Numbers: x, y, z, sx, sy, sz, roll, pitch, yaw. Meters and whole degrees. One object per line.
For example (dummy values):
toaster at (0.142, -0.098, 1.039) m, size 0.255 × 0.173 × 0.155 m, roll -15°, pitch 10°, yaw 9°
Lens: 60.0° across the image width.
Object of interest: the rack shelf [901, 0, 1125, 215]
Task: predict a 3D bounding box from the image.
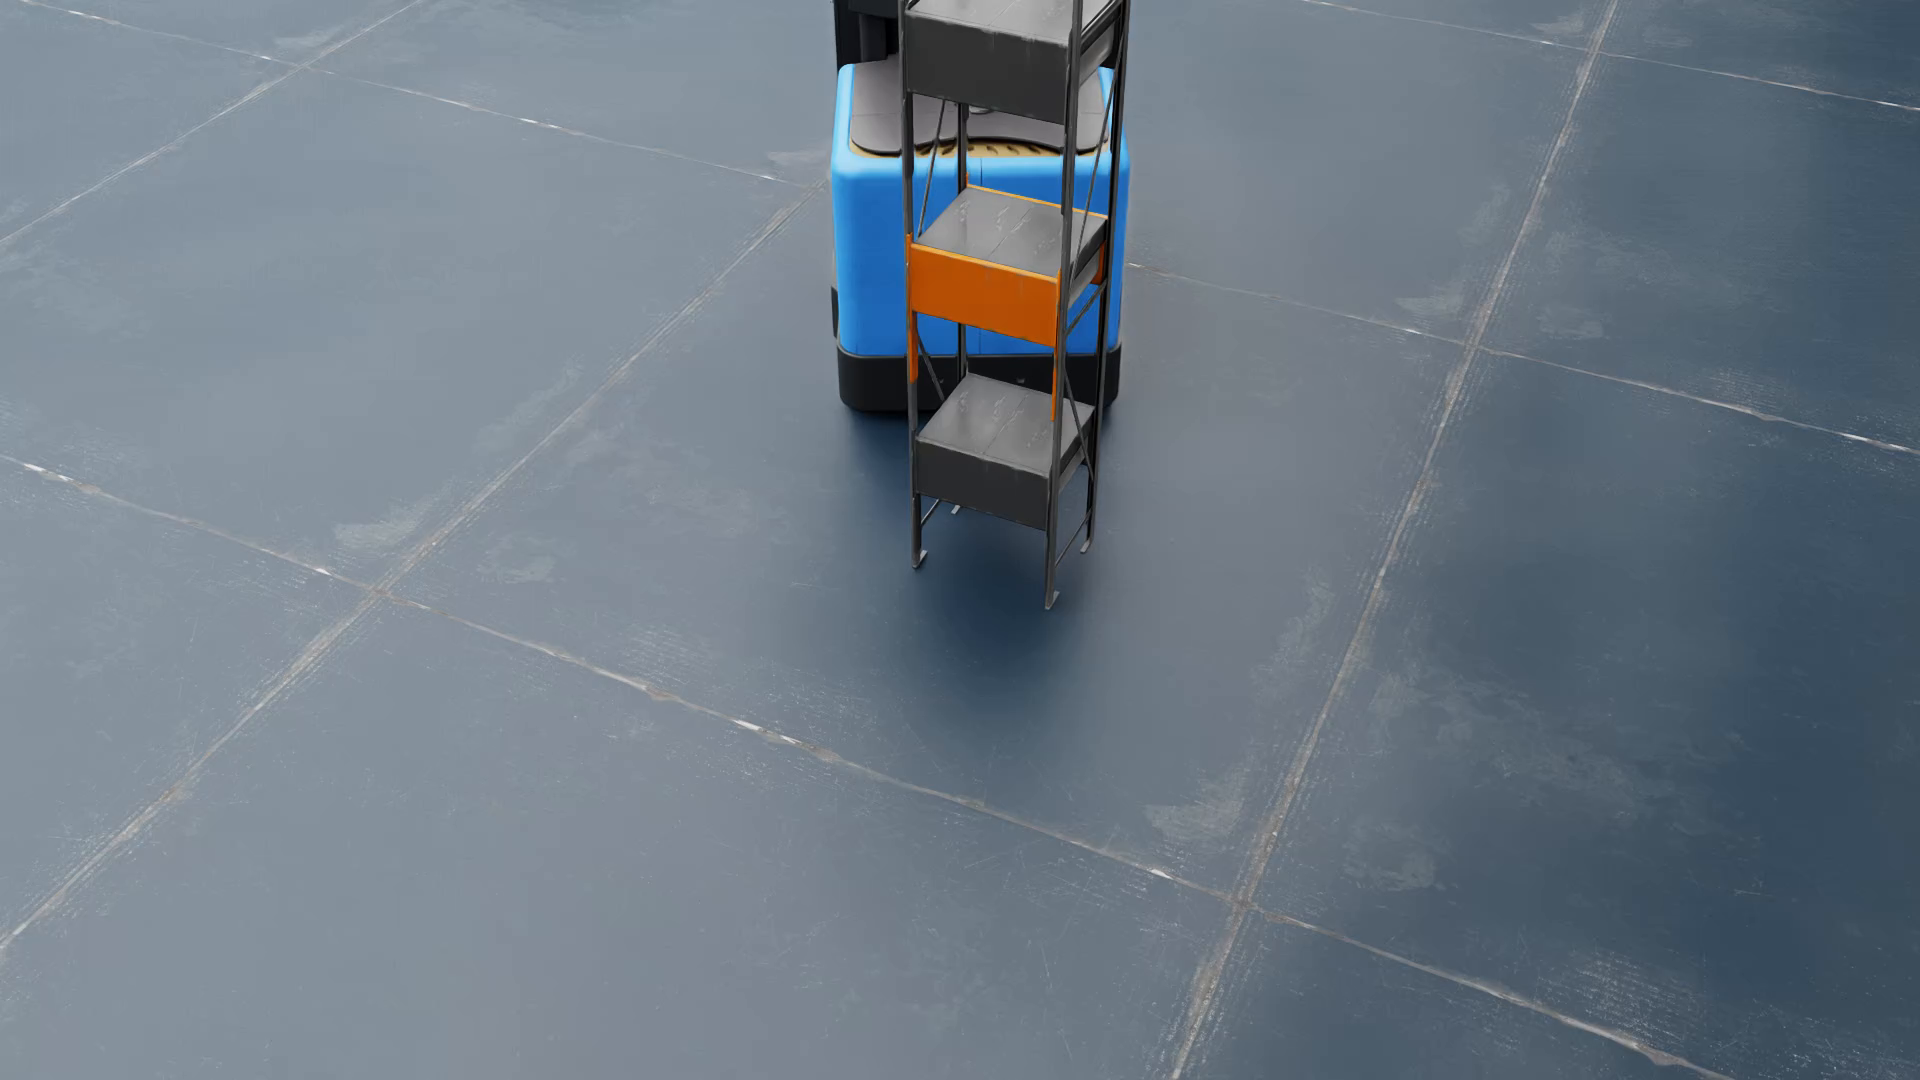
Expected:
rack shelf at (0.150, -1.266, 4.560) m, size 0.480 × 0.518 × 0.431 m, roll 17°, pitch 44°, yaw 19°

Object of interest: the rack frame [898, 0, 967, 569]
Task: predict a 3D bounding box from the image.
rack frame at (-0.071, -0.815, 5.087) m, size 0.015 × 2.100 × 0.400 m, roll 17°, pitch 44°, yaw 19°

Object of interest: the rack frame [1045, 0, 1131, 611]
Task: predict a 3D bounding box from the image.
rack frame at (0.371, -0.680, 4.931) m, size 0.015 × 2.100 × 0.400 m, roll 17°, pitch 44°, yaw 19°

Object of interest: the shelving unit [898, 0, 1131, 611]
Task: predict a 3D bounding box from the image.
shelving unit at (0.150, -0.748, 5.009) m, size 0.503 × 2.100 × 0.431 m, roll 17°, pitch 44°, yaw 19°

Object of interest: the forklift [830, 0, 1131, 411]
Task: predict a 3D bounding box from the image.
forklift at (0.047, -2.530, 6.431) m, size 1.130 × 2.935 × 3.031 m, roll -1°, pitch 41°, yaw -1°

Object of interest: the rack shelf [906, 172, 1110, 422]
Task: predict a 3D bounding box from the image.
rack shelf at (0.150, -0.737, 5.018) m, size 0.480 × 0.518 × 0.431 m, roll 17°, pitch 44°, yaw 19°

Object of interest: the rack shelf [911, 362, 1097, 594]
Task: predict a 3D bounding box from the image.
rack shelf at (0.150, -0.208, 5.477) m, size 0.480 × 0.518 × 0.431 m, roll 17°, pitch 44°, yaw 19°
